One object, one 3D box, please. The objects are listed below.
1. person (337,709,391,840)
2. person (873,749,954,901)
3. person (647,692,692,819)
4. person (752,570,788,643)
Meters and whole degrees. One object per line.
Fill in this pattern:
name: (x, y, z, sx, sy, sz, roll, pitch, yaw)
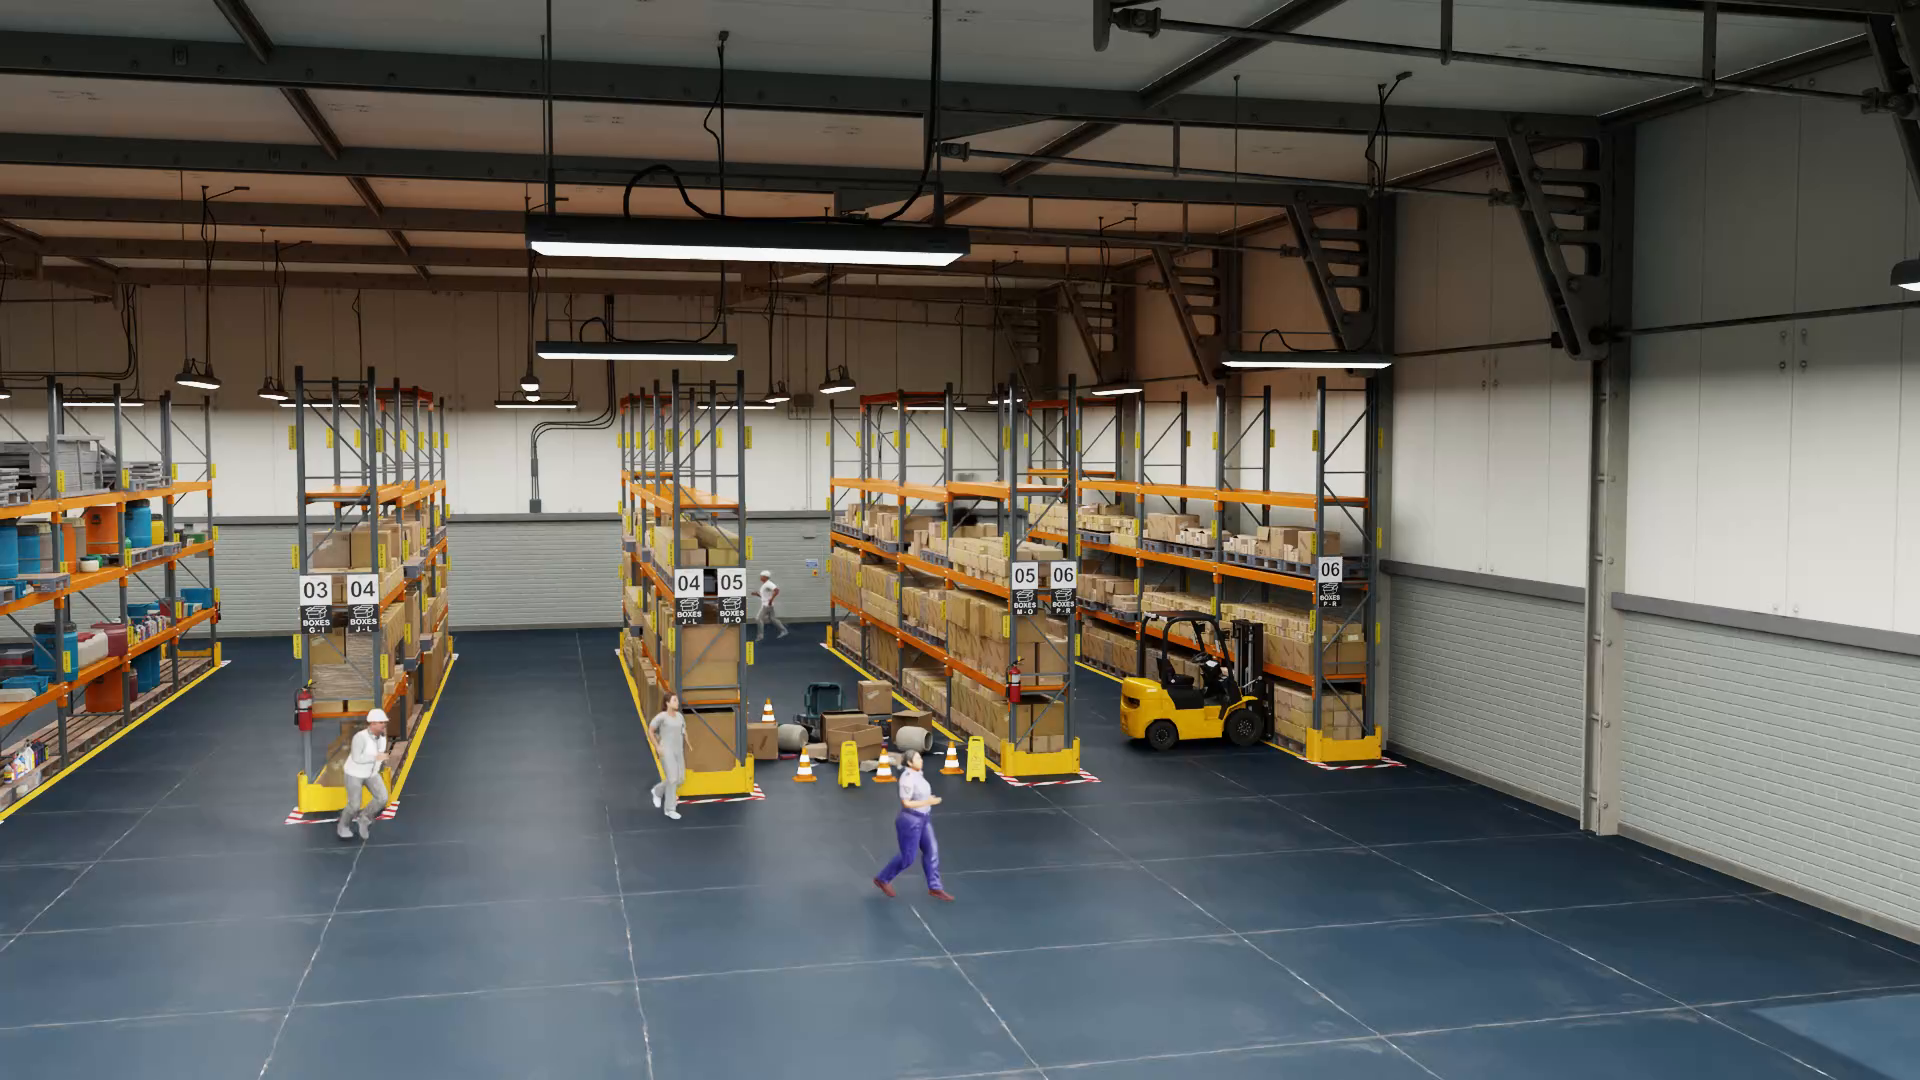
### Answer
person: (-7.406, 2.924, 20.779, 0.916, 1.675, 0.678, 2, 4, 26)
person: (-0.500, 3.085, 18.015, 0.880, 1.635, 0.608, 1, 4, 16)
person: (-3.880, 2.869, 22.296, 0.621, 1.650, 0.622, 3, 5, 41)
person: (-4.722, 1.662, 41.279, 0.910, 1.817, 0.712, 0, 3, -7)
